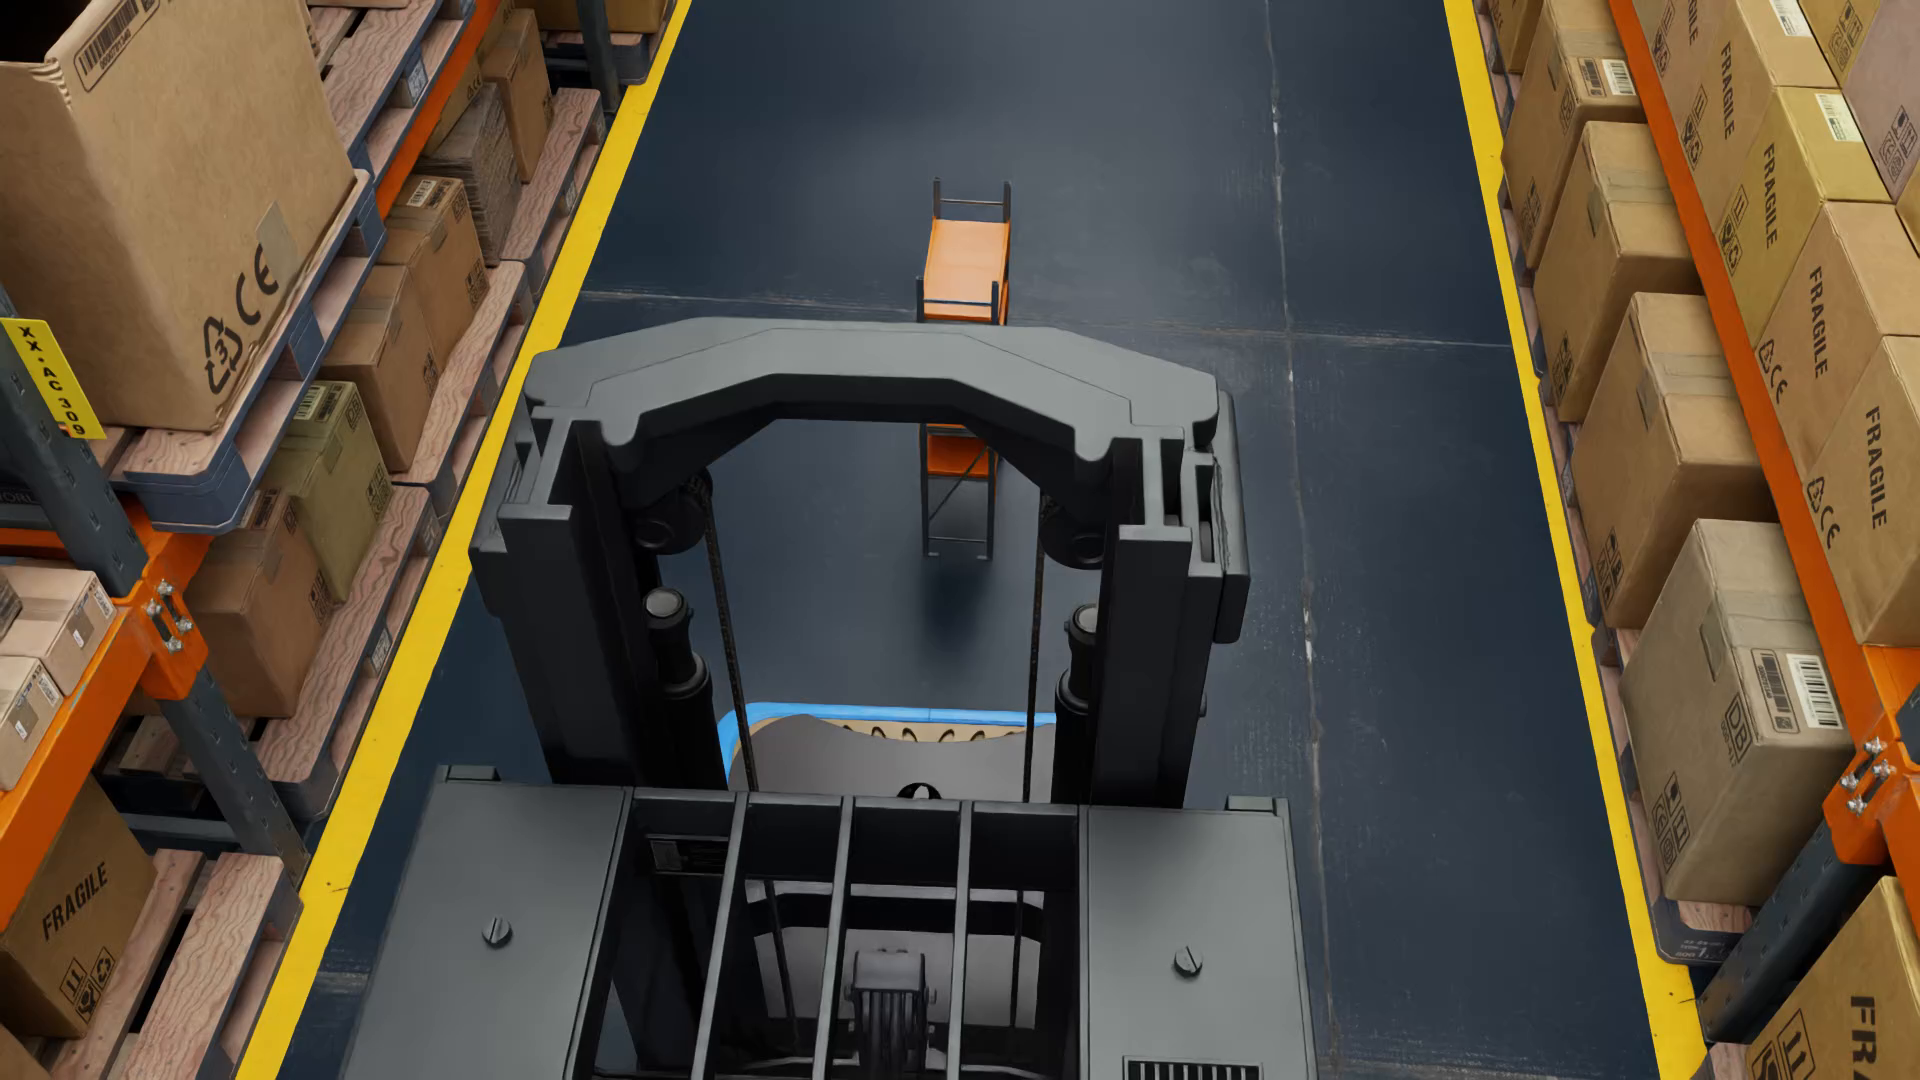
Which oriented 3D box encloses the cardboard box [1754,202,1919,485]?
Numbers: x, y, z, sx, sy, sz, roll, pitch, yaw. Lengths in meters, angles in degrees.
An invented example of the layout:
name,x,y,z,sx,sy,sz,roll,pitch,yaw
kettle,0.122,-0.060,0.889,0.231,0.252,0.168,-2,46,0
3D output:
name,x,y,z,sx,sy,sz,roll,pitch,yaw
cardboard box,2.346,-0.466,4.076,0.500,0.500,0.500,3,48,3

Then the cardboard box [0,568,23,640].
name,x,y,z,sx,sy,sz,roll,pitch,yaw
cardboard box,-2.514,0.125,3.334,0.875,0.500,0.500,4,48,4

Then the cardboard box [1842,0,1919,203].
name,x,y,z,sx,sy,sz,roll,pitch,yaw
cardboard box,2.650,-1.146,4.020,0.700,0.500,0.500,4,48,4

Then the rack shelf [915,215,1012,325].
name,x,y,z,sx,sy,sz,roll,pitch,yaw
rack shelf,0.015,-0.792,5.129,0.258,0.148,0.480,4,48,4

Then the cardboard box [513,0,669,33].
name,x,y,z,sx,sy,sz,roll,pitch,yaw
cardboard box,-1.963,-2.937,7.559,1.225,0.875,0.875,2,48,2

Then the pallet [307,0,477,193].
name,x,y,z,sx,sy,sz,roll,pitch,yaw
pallet,-2.186,-1.485,5.205,1.003,0.211,1.213,4,48,4

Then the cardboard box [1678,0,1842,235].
name,x,y,z,sx,sy,sz,roll,pitch,yaw
cardboard box,2.436,-1.211,4.757,0.500,0.500,0.500,3,48,3

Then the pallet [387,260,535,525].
name,x,y,z,sx,sy,sz,roll,pitch,yaw
pallet,-2.233,-0.598,6.154,1.003,0.211,1.213,4,48,4

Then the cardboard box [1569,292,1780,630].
name,x,y,z,sx,sy,sz,roll,pitch,yaw
cardboard box,2.578,-0.213,5.152,1.050,0.750,0.750,4,48,4

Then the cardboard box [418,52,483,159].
name,x,y,z,sx,sy,sz,roll,pitch,yaw
cardboard box,-2.116,-1.680,6.142,0.500,0.250,0.500,9,48,8

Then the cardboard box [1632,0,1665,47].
name,x,y,z,sx,sy,sz,roll,pitch,yaw
cardboard box,2.530,-1.947,5.431,0.500,0.500,0.500,3,48,3

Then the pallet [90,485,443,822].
name,x,y,z,sx,sy,sz,roll,pitch,yaw
pallet,-2.342,0.301,5.331,1.003,0.211,1.213,4,48,4

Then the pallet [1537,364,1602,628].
name,x,y,z,sx,sy,sz,roll,pitch,yaw
pallet,2.623,-0.190,5.780,1.003,0.211,1.213,4,48,4

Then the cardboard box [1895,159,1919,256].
name,x,y,z,sx,sy,sz,roll,pitch,yaw
cardboard box,2.603,-0.774,3.680,0.700,0.500,0.500,3,48,3

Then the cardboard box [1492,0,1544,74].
name,x,y,z,sx,sy,sz,roll,pitch,yaw
cardboard box,2.683,-2.398,7.320,0.500,0.500,0.500,4,48,3

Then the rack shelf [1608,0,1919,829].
name,x,y,z,sx,sy,sz,roll,pitch,yaw
rack shelf,2.701,-0.887,5.016,1.077,0.370,4.000,4,48,4

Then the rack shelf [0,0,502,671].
name,x,y,z,sx,sy,sz,roll,pitch,yaw
rack shelf,-2.229,-1.295,5.389,1.077,0.370,4.000,4,48,4

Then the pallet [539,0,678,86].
name,x,y,z,sx,sy,sz,roll,pitch,yaw
pallet,-1.900,-2.640,8.022,1.003,0.211,1.213,4,48,4

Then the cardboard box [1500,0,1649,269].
name,x,y,z,sx,sy,sz,roll,pitch,yaw
cardboard box,2.738,-1.540,6.366,1.050,0.750,0.750,3,48,3

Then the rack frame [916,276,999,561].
name,x,y,z,sx,sy,sz,roll,pitch,yaw
rack frame,-0.007,-0.347,5.255,0.240,1.200,0.015,4,48,4

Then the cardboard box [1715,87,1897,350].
name,x,y,z,sx,sy,sz,roll,pitch,yaw
cardboard box,2.392,-0.838,4.416,0.500,0.500,0.500,4,48,4

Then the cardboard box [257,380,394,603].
name,x,y,z,sx,sy,sz,roll,pitch,yaw
cardboard box,-2.272,-0.171,5.270,0.700,0.500,0.500,4,48,3

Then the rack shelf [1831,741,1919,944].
name,x,y,z,sx,sy,sz,roll,pitch,yaw
rack shelf,2.337,2.053,2.327,1.077,0.370,4.000,4,48,4

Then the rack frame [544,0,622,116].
name,x,y,z,sx,sy,sz,roll,pitch,yaw
rack frame,-2.047,-3.007,6.467,1.000,3.000,0.127,4,48,4

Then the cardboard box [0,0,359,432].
name,x,y,z,sx,sy,sz,roll,pitch,yaw
cardboard box,-2.199,-0.986,3.928,1.000,1.000,1.000,4,48,4

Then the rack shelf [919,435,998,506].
name,x,y,z,sx,sy,sz,roll,pitch,yaw
rack shelf,0.015,-0.347,5.615,0.258,0.148,0.480,4,48,4

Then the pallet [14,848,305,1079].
name,x,y,z,sx,sy,sz,roll,pitch,yaw
pallet,-2.437,1.369,4.355,1.003,0.211,1.213,4,48,4

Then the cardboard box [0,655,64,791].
name,x,y,z,sx,sy,sz,roll,pitch,yaw
cardboard box,-2.170,0.378,3.542,0.380,0.149,0.250,4,48,4

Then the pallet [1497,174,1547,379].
name,x,y,z,sx,sy,sz,roll,pitch,yaw
pallet,2.736,-1.084,6.598,1.003,0.211,1.213,4,48,4

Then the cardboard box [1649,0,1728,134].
name,x,y,z,sx,sy,sz,roll,pitch,yaw
cardboard box,2.484,-1.577,5.092,0.500,0.500,0.500,4,48,3

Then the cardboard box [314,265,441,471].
name,x,y,z,sx,sy,sz,roll,pitch,yaw
cardboard box,-2.221,-0.583,5.646,0.700,0.500,0.500,0,48,0

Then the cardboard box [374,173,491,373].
name,x,y,z,sx,sy,sz,roll,pitch,yaw
cardboard box,-2.171,-0.993,6.021,0.700,0.500,0.500,7,48,7

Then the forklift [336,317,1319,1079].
name,x,y,z,sx,sy,sz,roll,pitch,yaw
forklift,-0.142,1.222,2.646,1.130,2.935,3.031,2,48,2

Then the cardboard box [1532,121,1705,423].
name,x,y,z,sx,sy,sz,roll,pitch,yaw
cardboard box,2.662,-0.898,5.778,1.050,0.750,0.750,5,48,4

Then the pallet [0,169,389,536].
name,x,y,z,sx,sy,sz,roll,pitch,yaw
pallet,-2.197,-0.555,4.355,1.003,0.211,1.213,4,48,4

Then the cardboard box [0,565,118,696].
name,x,y,z,sx,sy,sz,roll,pitch,yaw
cardboard box,-2.138,0.195,3.709,0.380,0.149,0.250,4,48,4

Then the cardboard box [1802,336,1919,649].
name,x,y,z,sx,sy,sz,roll,pitch,yaw
cardboard box,2.300,-0.095,3.736,0.500,0.500,0.500,4,48,3

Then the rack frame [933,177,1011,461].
name,x,y,z,sx,sy,sz,roll,pitch,yaw
rack frame,0.037,-0.706,5.583,0.240,1.200,0.015,4,48,4

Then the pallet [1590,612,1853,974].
name,x,y,z,sx,sy,sz,roll,pitch,yaw
pallet,2.514,0.709,4.958,1.003,0.211,1.213,4,48,4

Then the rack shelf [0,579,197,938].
name,x,y,z,sx,sy,sz,roll,pitch,yaw
rack shelf,-2.594,1.645,2.700,1.077,0.370,4.000,4,48,4

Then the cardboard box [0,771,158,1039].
name,x,y,z,sx,sy,sz,roll,pitch,yaw
cardboard box,-2.488,0.925,4.280,0.500,0.500,0.500,3,48,2

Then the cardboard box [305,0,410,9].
name,x,y,z,sx,sy,sz,roll,pitch,yaw
cardboard box,-1.930,-1.860,5.225,0.396,0.266,0.258,3,48,2

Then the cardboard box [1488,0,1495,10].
name,x,y,z,sx,sy,sz,roll,pitch,yaw
cardboard box,2.734,-2.780,7.669,0.500,0.500,0.500,6,48,5

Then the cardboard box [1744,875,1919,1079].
name,x,y,z,sx,sy,sz,roll,pitch,yaw
cardboard box,2.392,1.373,3.617,0.875,0.875,0.875,5,48,4

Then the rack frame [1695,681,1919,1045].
name,x,y,z,sx,sy,sz,roll,pitch,yaw
rack frame,2.519,0.340,3.406,1.000,3.000,0.127,4,48,4

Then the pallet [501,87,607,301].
name,x,y,z,sx,sy,sz,roll,pitch,yaw
pallet,-2.119,-1.492,6.971,1.003,0.211,1.213,4,48,4

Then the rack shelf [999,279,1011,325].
name,x,y,z,sx,sy,sz,roll,pitch,yaw
rack shelf,0.015,-0.632,5.303,0.258,0.148,0.480,4,48,4

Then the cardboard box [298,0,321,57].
name,x,y,z,sx,sy,sz,roll,pitch,yaw
cardboard box,-2.345,-1.524,4.757,0.797,0.503,0.637,8,48,8

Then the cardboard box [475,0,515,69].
name,x,y,z,sx,sy,sz,roll,pitch,yaw
cardboard box,-2.078,-2.071,6.499,0.500,0.250,0.500,6,48,5

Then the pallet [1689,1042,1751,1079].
name,x,y,z,sx,sy,sz,roll,pitch,yaw
pallet,2.372,1.835,3.929,1.003,0.211,1.213,4,48,4

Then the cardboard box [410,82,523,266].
name,x,y,z,sx,sy,sz,roll,pitch,yaw
cardboard box,-2.126,-1.410,6.402,0.700,0.500,0.500,0,48,0

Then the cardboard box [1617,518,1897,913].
name,x,y,z,sx,sy,sz,roll,pitch,yaw
cardboard box,2.486,0.496,4.504,1.050,0.750,0.750,4,48,3

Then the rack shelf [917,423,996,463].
name,x,y,z,sx,sy,sz,roll,pitch,yaw
rack shelf,0.015,-0.481,5.468,0.258,0.148,0.480,4,48,4

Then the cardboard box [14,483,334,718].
name,x,y,z,sx,sy,sz,roll,pitch,yaw
cardboard box,-2.334,0.178,4.950,0.700,0.500,0.500,1,48,1

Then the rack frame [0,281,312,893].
name,x,y,z,sx,sy,sz,roll,pitch,yaw
rack frame,-2.411,-0.068,3.779,1.000,3.000,0.127,4,48,4

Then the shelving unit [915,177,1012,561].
name,x,y,z,sx,sy,sz,roll,pitch,yaw
shelving unit,0.015,-0.527,5.419,0.258,1.200,0.503,4,48,4

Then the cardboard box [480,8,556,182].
name,x,y,z,sx,sy,sz,roll,pitch,yaw
cardboard box,-2.088,-1.818,6.776,0.700,0.500,0.500,2,48,1

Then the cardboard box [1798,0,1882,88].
name,x,y,z,sx,sy,sz,roll,pitch,yaw
cardboard box,2.697,-1.517,4.359,0.700,0.500,0.500,3,48,3

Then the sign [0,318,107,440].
name,x,y,z,sx,sy,sz,roll,pitch,yaw
sign,-1.870,-0.329,3.431,0.100,0.325,0.005,4,48,4

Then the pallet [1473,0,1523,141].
name,x,y,z,sx,sy,sz,roll,pitch,yaw
pallet,2.956,-2.232,7.649,1.003,0.211,1.213,4,48,4
